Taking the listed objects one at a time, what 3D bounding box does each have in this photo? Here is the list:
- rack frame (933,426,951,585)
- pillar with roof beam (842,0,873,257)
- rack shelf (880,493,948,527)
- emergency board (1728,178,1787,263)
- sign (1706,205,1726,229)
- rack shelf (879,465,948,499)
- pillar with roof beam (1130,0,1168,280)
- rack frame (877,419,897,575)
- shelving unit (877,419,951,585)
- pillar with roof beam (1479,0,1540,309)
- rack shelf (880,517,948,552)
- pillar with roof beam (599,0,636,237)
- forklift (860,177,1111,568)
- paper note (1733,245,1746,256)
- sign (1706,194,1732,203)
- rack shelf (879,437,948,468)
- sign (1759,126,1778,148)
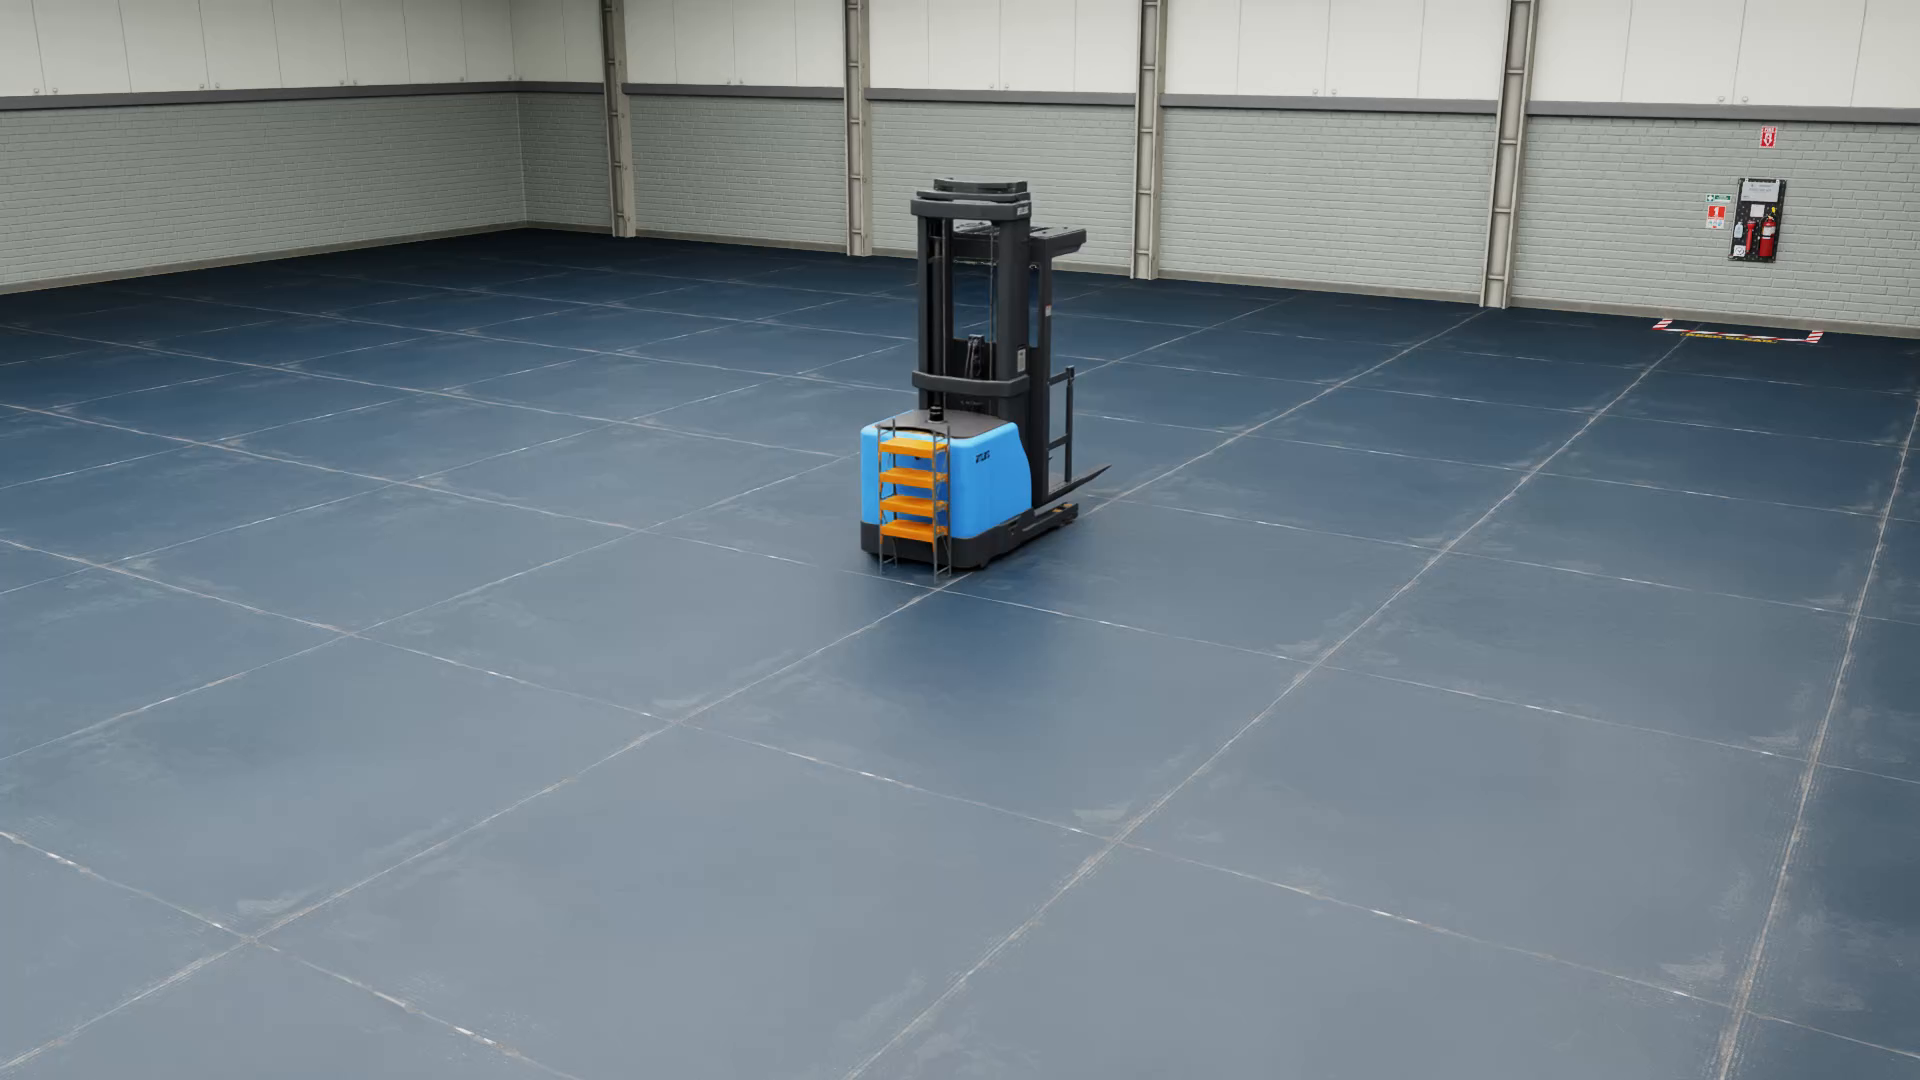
[{"bbox_3d":[-0.136,-0.263,12.679,0.015,1.200,0.240,9,19,28],"label":"rack frame"},{"bbox_3d":[-4.168,-8.696,27.027,0.400,9.000,9.100,10,20,30],"label":"pillar with roof beam"},{"bbox_3d":[-0.349,-0.233,12.813,0.480,0.148,0.258,9,19,28],"label":"rack shelf"},{"bbox_3d":[11.337,-4.539,23.664,0.643,1.169,0.194,10,20,30],"label":"emergency board"},{"bbox_3d":[10.920,-4.666,24.020,0.234,0.329,0.001,10,20,30],"label":"sign"},{"bbox_3d":[-0.349,-0.447,12.747,0.480,0.148,0.258,9,19,28],"label":"rack shelf"},{"bbox_3d":[0.944,-7.783,24.022,0.400,9.000,9.100,10,20,30],"label":"pillar with roof beam"},{"bbox_3d":[-0.562,-0.332,12.907,0.015,1.200,0.240,9,19,28],"label":"rack frame"},{"bbox_3d":[-0.349,-0.297,12.793,0.503,1.200,0.258,9,19,28],"label":"shelving unit"},{"bbox_3d":[6.057,-6.871,21.018,0.400,9.000,9.100,10,20,30],"label":"pillar with roof beam"},{"bbox_3d":[-0.348,-0.043,12.872,0.480,0.148,0.258,9,19,28],"label":"rack shelf"},{"bbox_3d":[-9.281,-9.609,30.031,0.400,9.000,9.100,10,20,30],"label":"pillar with roof beam"},{"bbox_3d":[0.367,-1.562,13.981,1.130,2.935,3.031,9,19,28],"label":"forklift"},{"bbox_3d":[11.222,-4.162,23.937,0.142,0.148,0.016,10,20,30],"label":"paper note"},{"bbox_3d":[10.919,-4.917,23.933,0.331,0.109,0.001,10,20,30],"label":"sign"},{"bbox_3d":[-0.350,-0.673,12.677,0.480,0.148,0.258,9,19,28],"label":"rack shelf"},{"bbox_3d":[11.382,-5.674,23.412,0.199,0.298,0.001,10,20,30],"label":"sign"}]
